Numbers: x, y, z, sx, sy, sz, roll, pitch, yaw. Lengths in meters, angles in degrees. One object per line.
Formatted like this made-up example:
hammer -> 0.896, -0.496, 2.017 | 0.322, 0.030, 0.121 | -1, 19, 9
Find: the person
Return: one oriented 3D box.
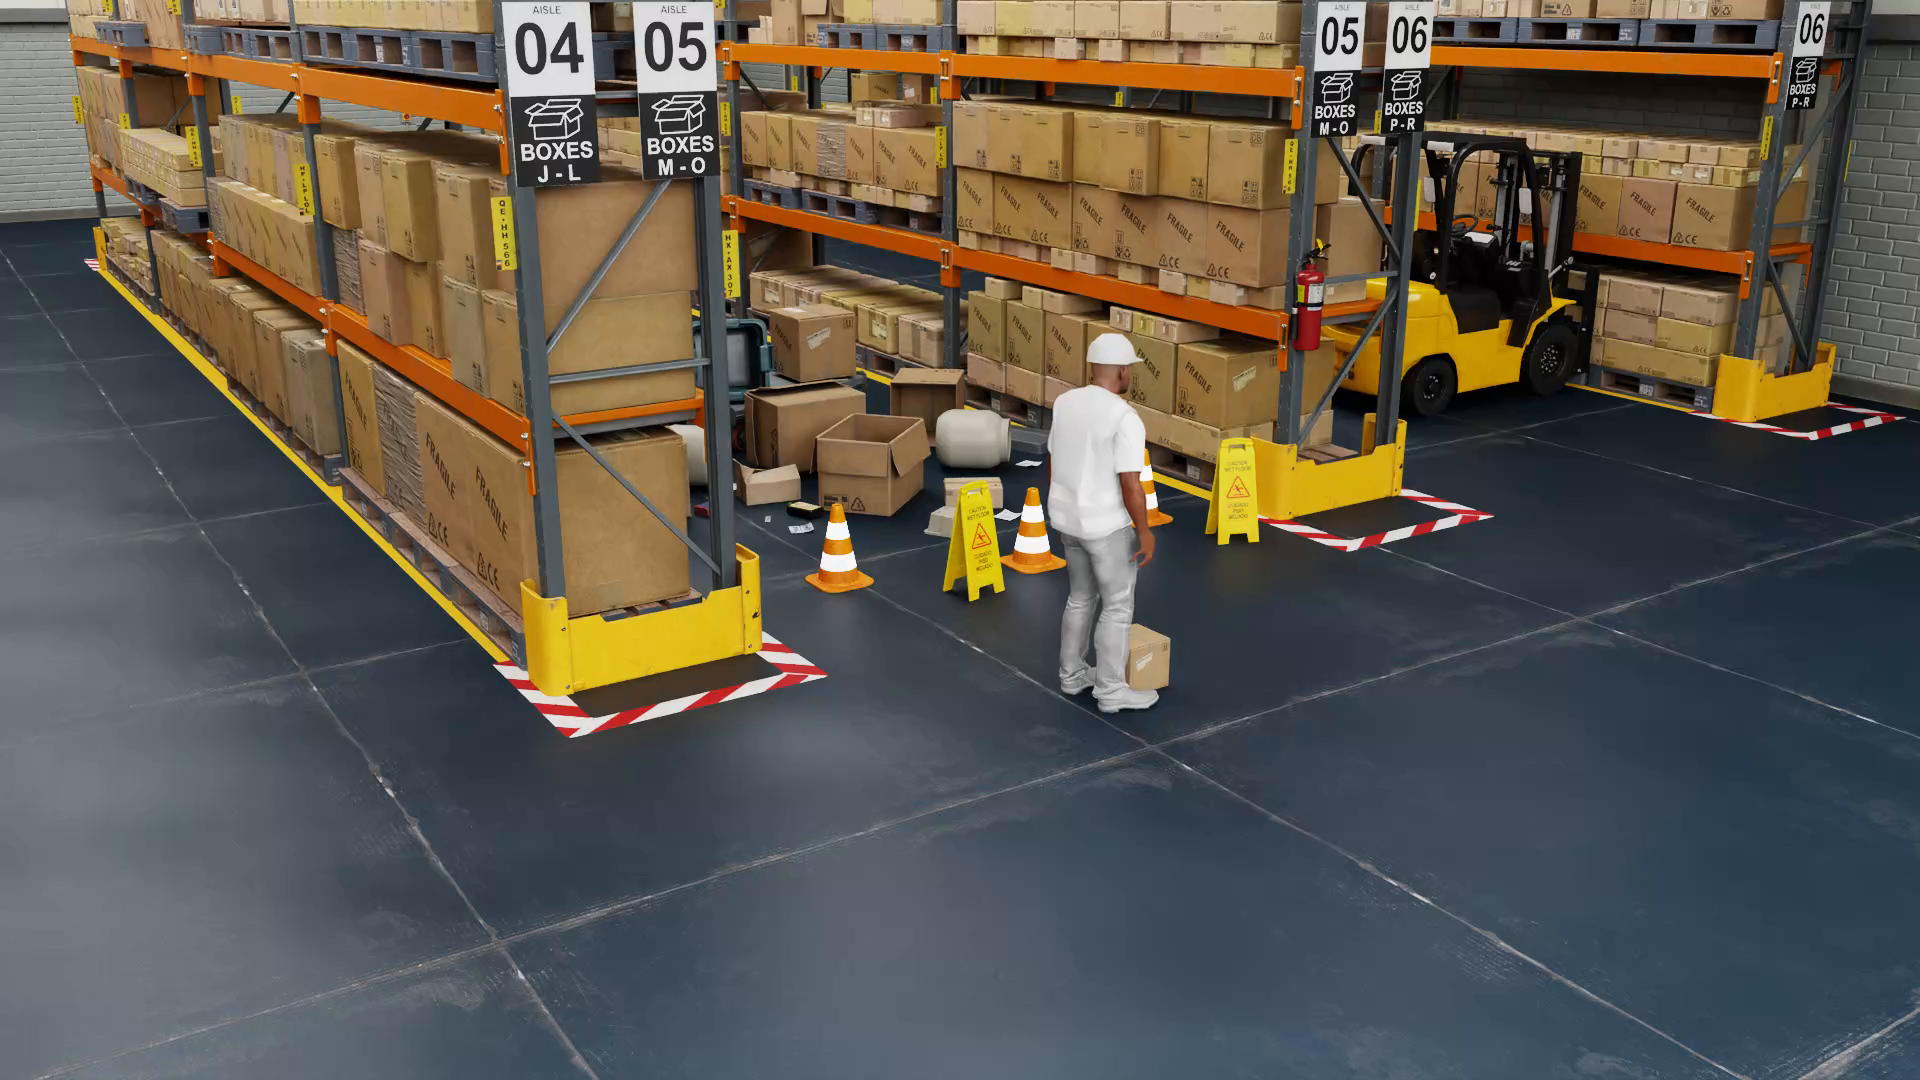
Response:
person -> 0.659, -0.092, 7.807 | 0.454, 1.761, 0.636 | -13, 22, -34
